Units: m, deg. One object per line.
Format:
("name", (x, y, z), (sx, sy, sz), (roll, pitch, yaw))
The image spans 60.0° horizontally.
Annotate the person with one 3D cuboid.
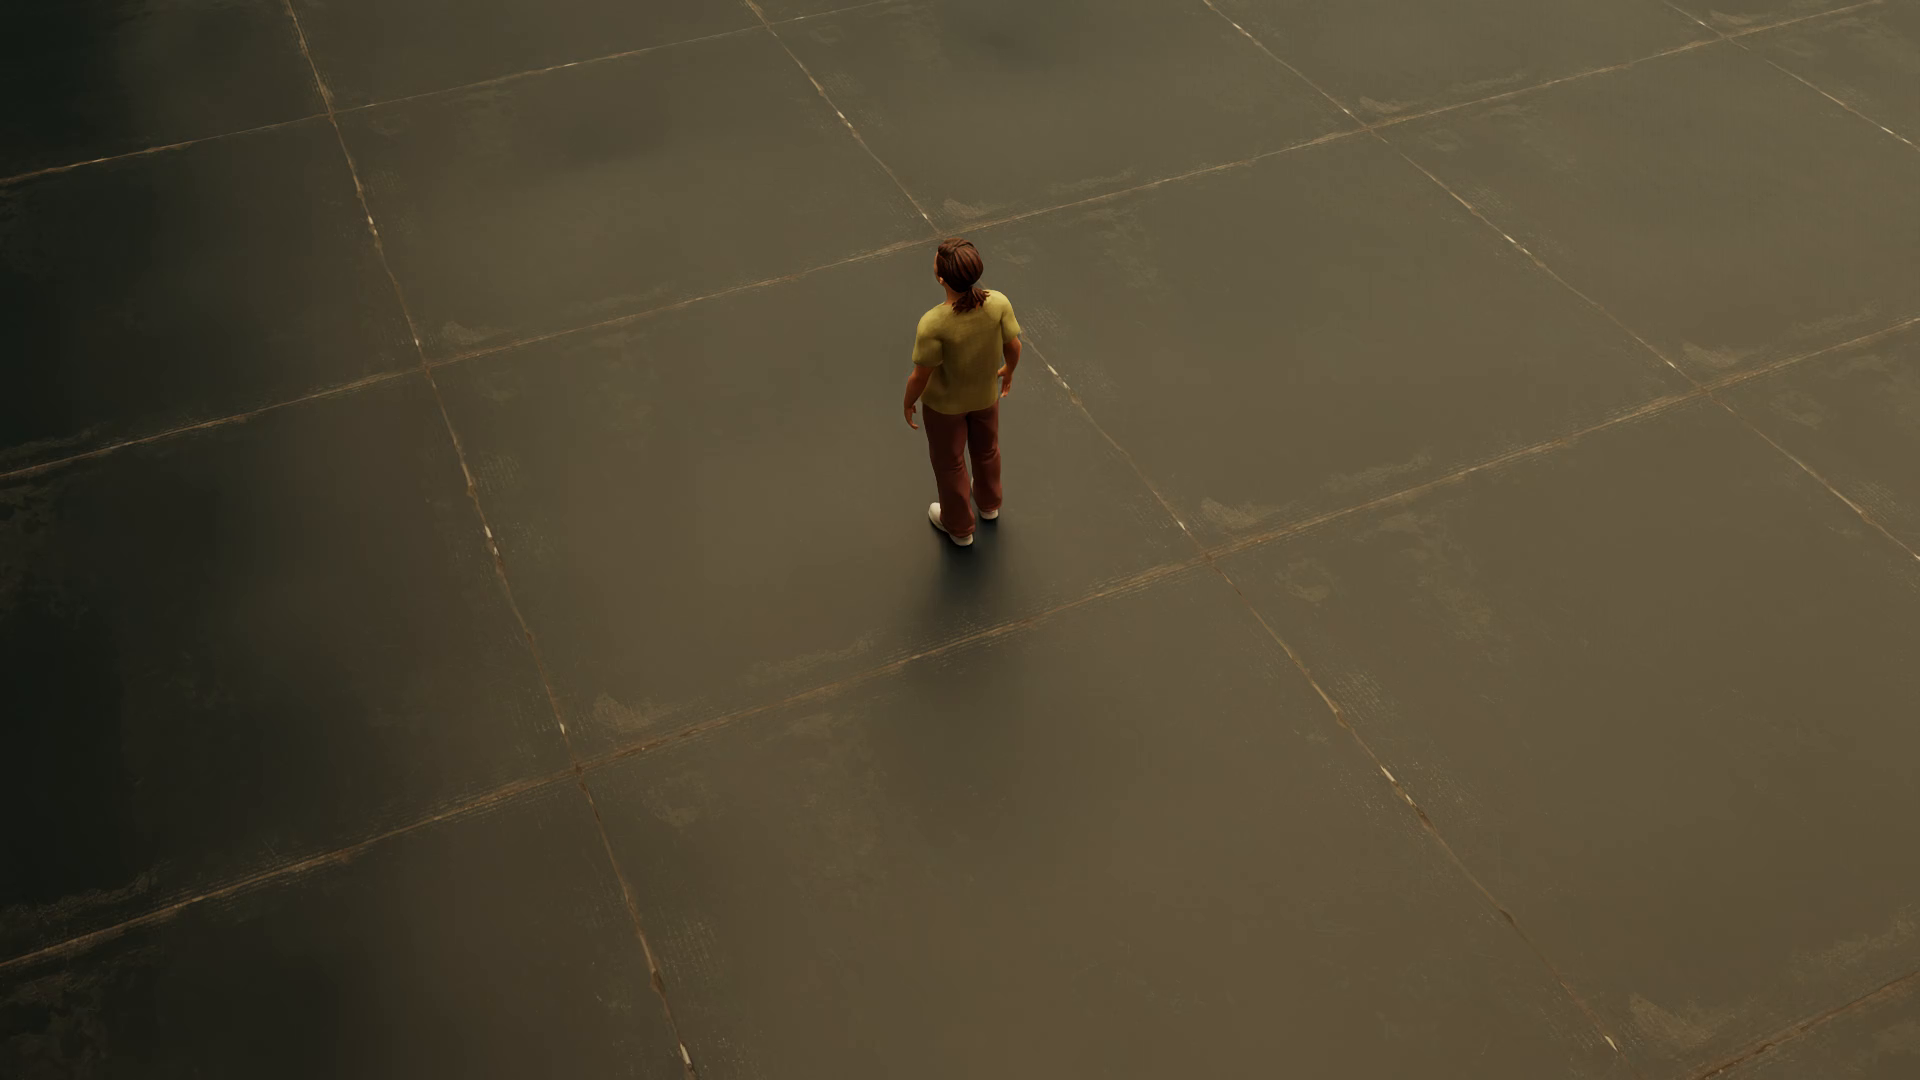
("person", (-0.021, -0.667, 7.304), (0.553, 1.673, 0.548), (-18, 46, -18))
